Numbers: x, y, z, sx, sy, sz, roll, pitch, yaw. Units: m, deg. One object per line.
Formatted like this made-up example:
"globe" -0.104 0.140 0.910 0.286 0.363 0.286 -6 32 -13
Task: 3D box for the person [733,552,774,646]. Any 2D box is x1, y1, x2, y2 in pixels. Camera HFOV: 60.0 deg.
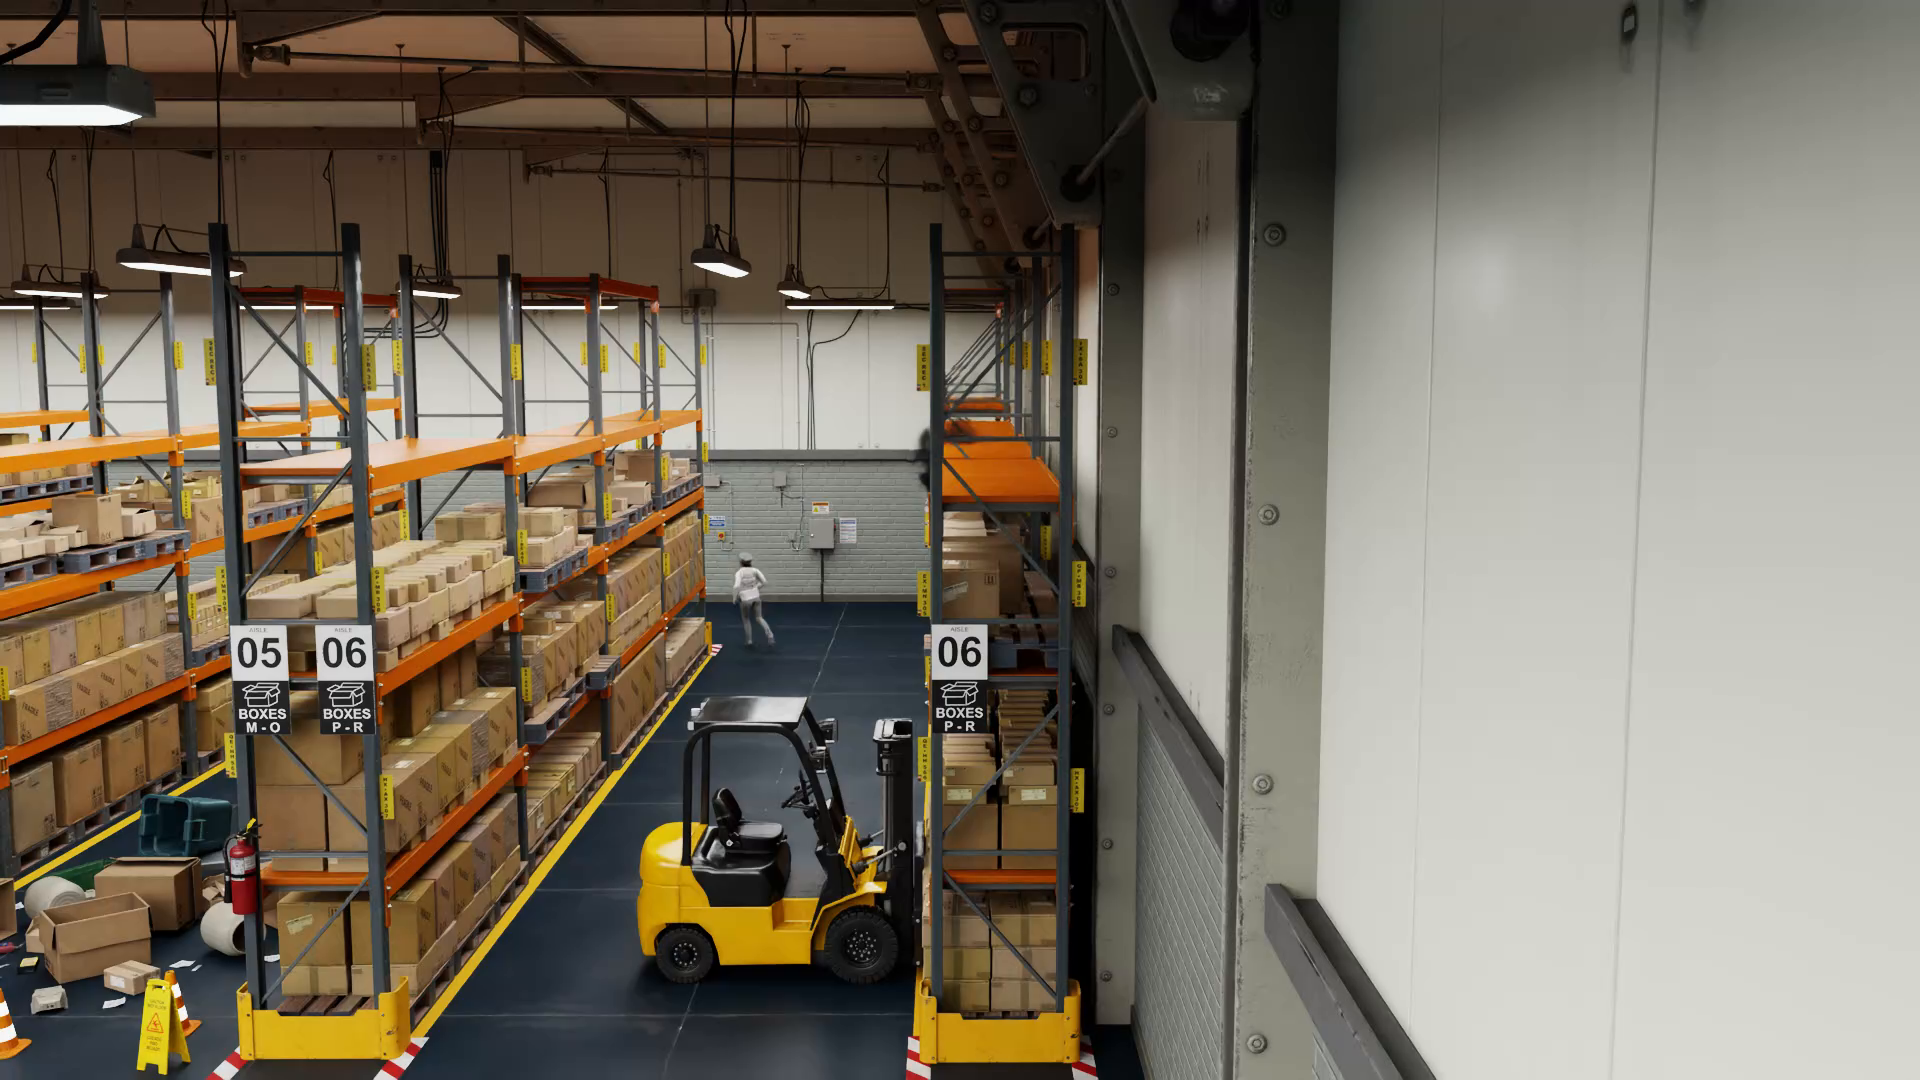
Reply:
"person" -3.620 1.025 28.356 0.672 1.658 0.922 -4 8 -31
